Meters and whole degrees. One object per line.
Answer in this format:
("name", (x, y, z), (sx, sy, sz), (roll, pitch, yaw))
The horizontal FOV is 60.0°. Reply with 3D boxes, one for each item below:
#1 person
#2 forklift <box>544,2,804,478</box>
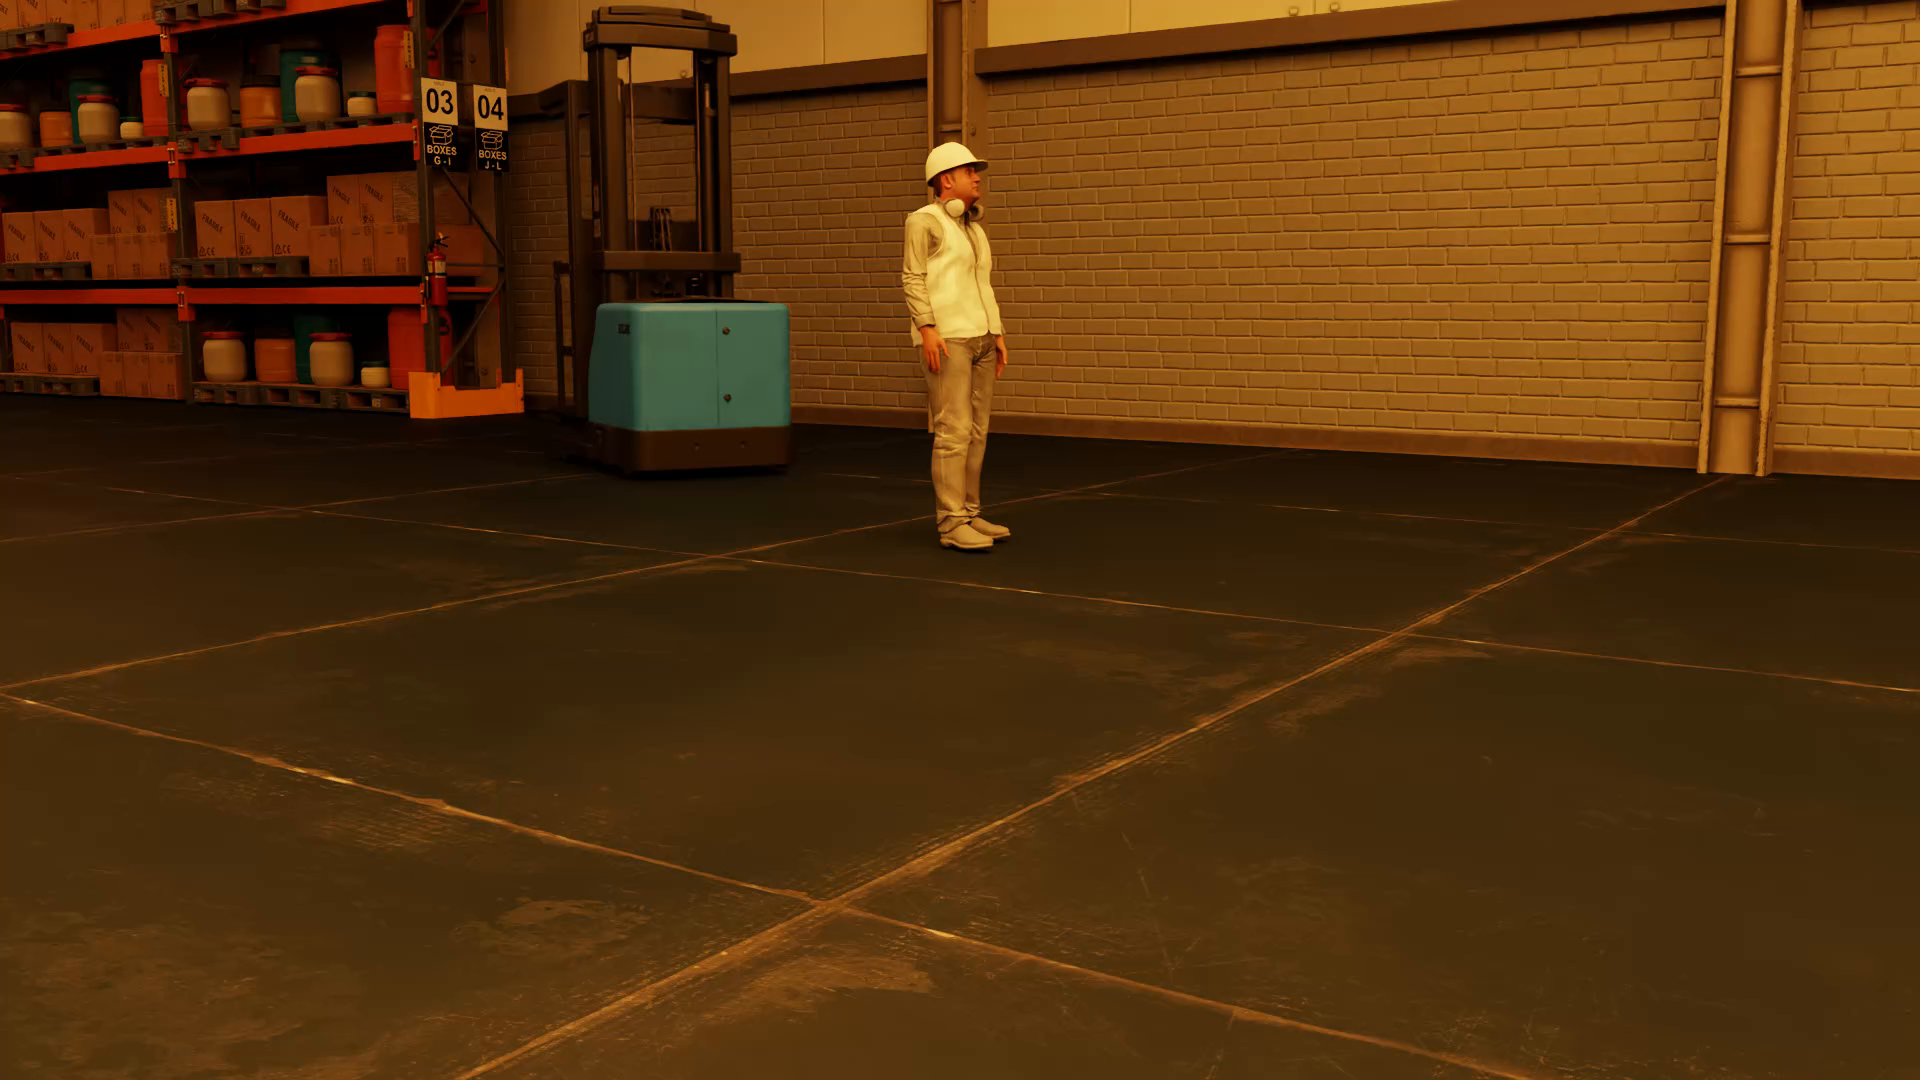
("person", (0.049, -0.880, 7.437), (0.565, 1.776, 0.634), (5, 10, 34))
("forklift", (-2.119, -1.993, 11.211), (1.130, 2.935, 3.031), (-4, 9, -28))
